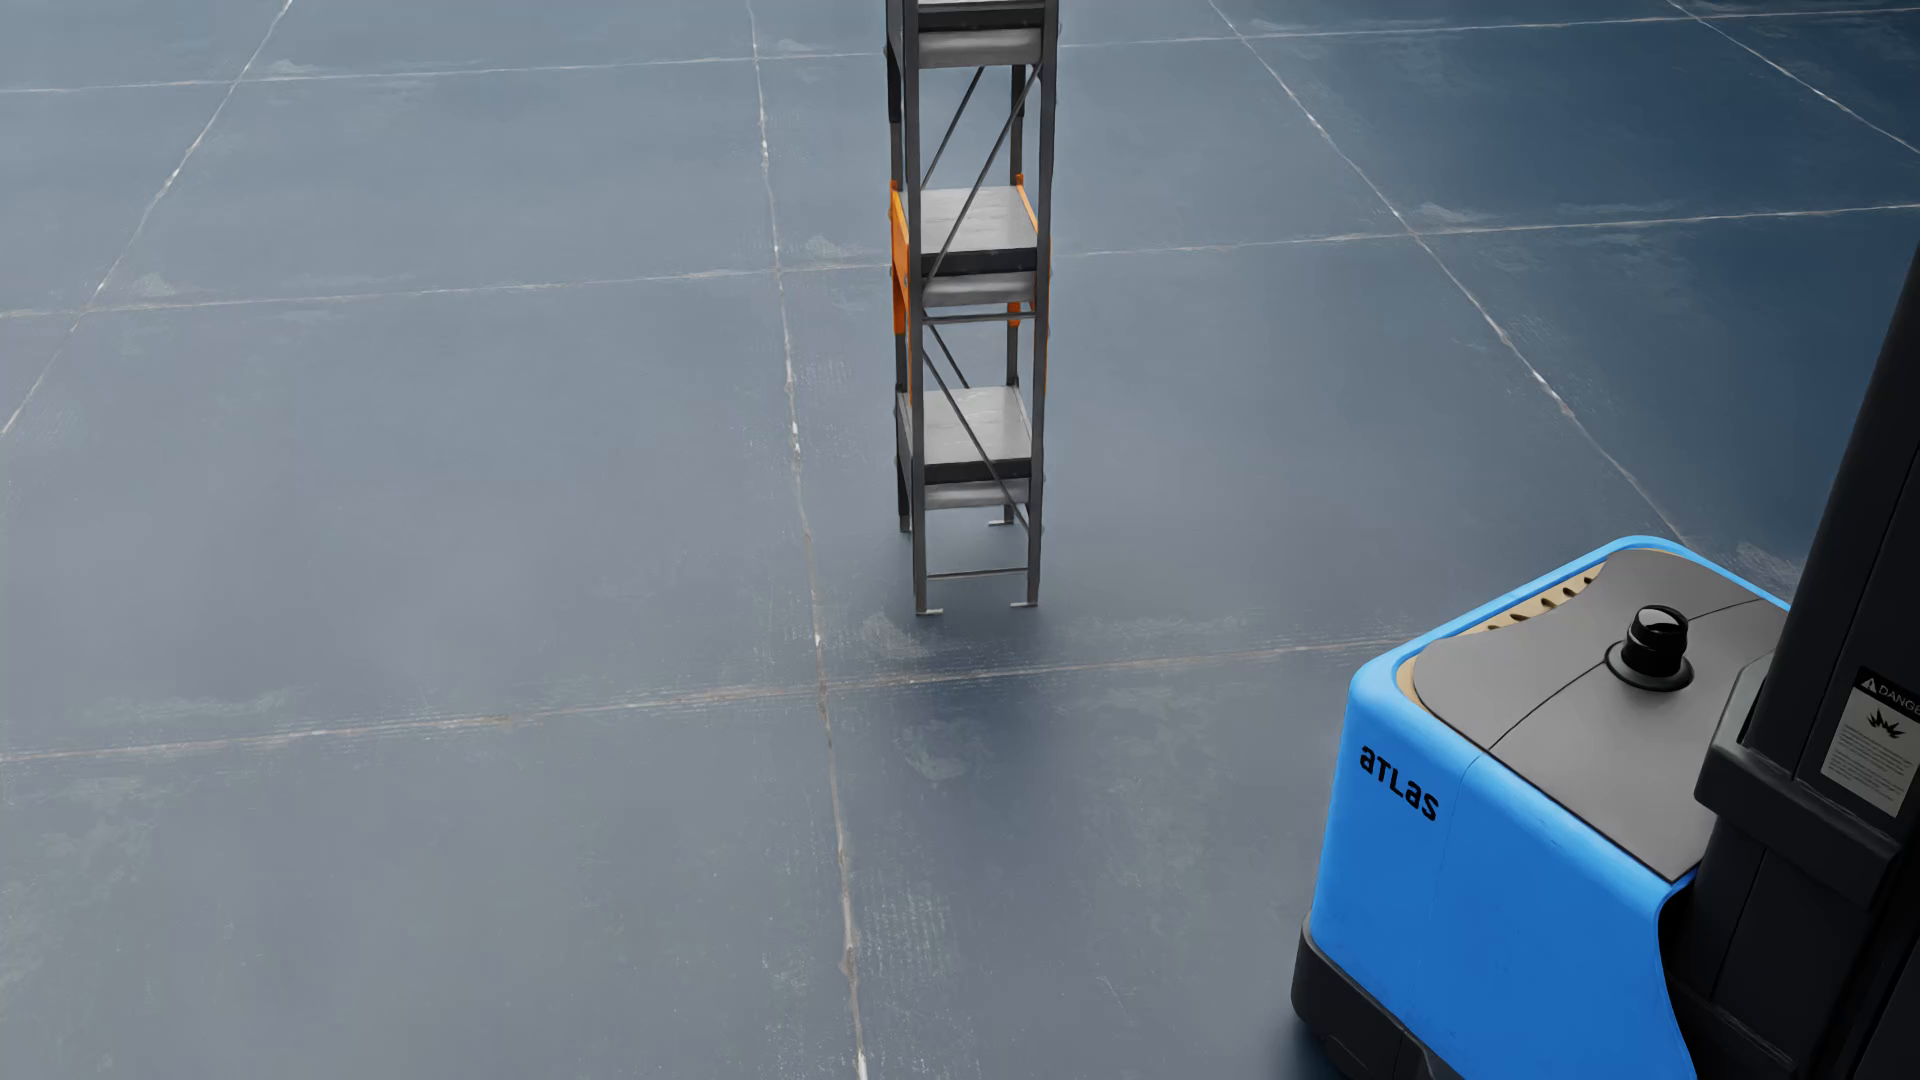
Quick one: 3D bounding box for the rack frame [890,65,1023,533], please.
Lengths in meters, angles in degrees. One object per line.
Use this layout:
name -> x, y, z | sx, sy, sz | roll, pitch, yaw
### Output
rack frame -> -0.011, -0.911, 5.223 | 0.400, 2.100, 0.015 | -4, 35, -6

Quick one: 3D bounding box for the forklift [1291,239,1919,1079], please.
forklift -> 2.039, 0.481, 2.442 | 1.130, 2.935, 3.031 | -21, 39, -28

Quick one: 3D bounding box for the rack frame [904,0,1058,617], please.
rack frame -> 0.055, -0.639, 4.823 | 0.400, 2.100, 0.015 | -4, 35, -6

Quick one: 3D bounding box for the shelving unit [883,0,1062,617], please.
shelving unit -> 0.022, -0.775, 5.023 | 0.431, 2.100, 0.503 | -4, 35, -6

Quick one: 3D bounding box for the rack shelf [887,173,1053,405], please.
rack shelf -> 0.022, -0.764, 5.031 | 0.431, 0.518, 0.480 | -4, 35, -6

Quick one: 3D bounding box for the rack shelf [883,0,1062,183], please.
rack shelf -> 0.022, -1.342, 4.637 | 0.431, 0.518, 0.480 | -4, 35, -6

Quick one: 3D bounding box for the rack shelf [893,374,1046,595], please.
rack shelf -> 0.022, -0.186, 5.425 | 0.431, 0.518, 0.480 | -4, 35, -6
